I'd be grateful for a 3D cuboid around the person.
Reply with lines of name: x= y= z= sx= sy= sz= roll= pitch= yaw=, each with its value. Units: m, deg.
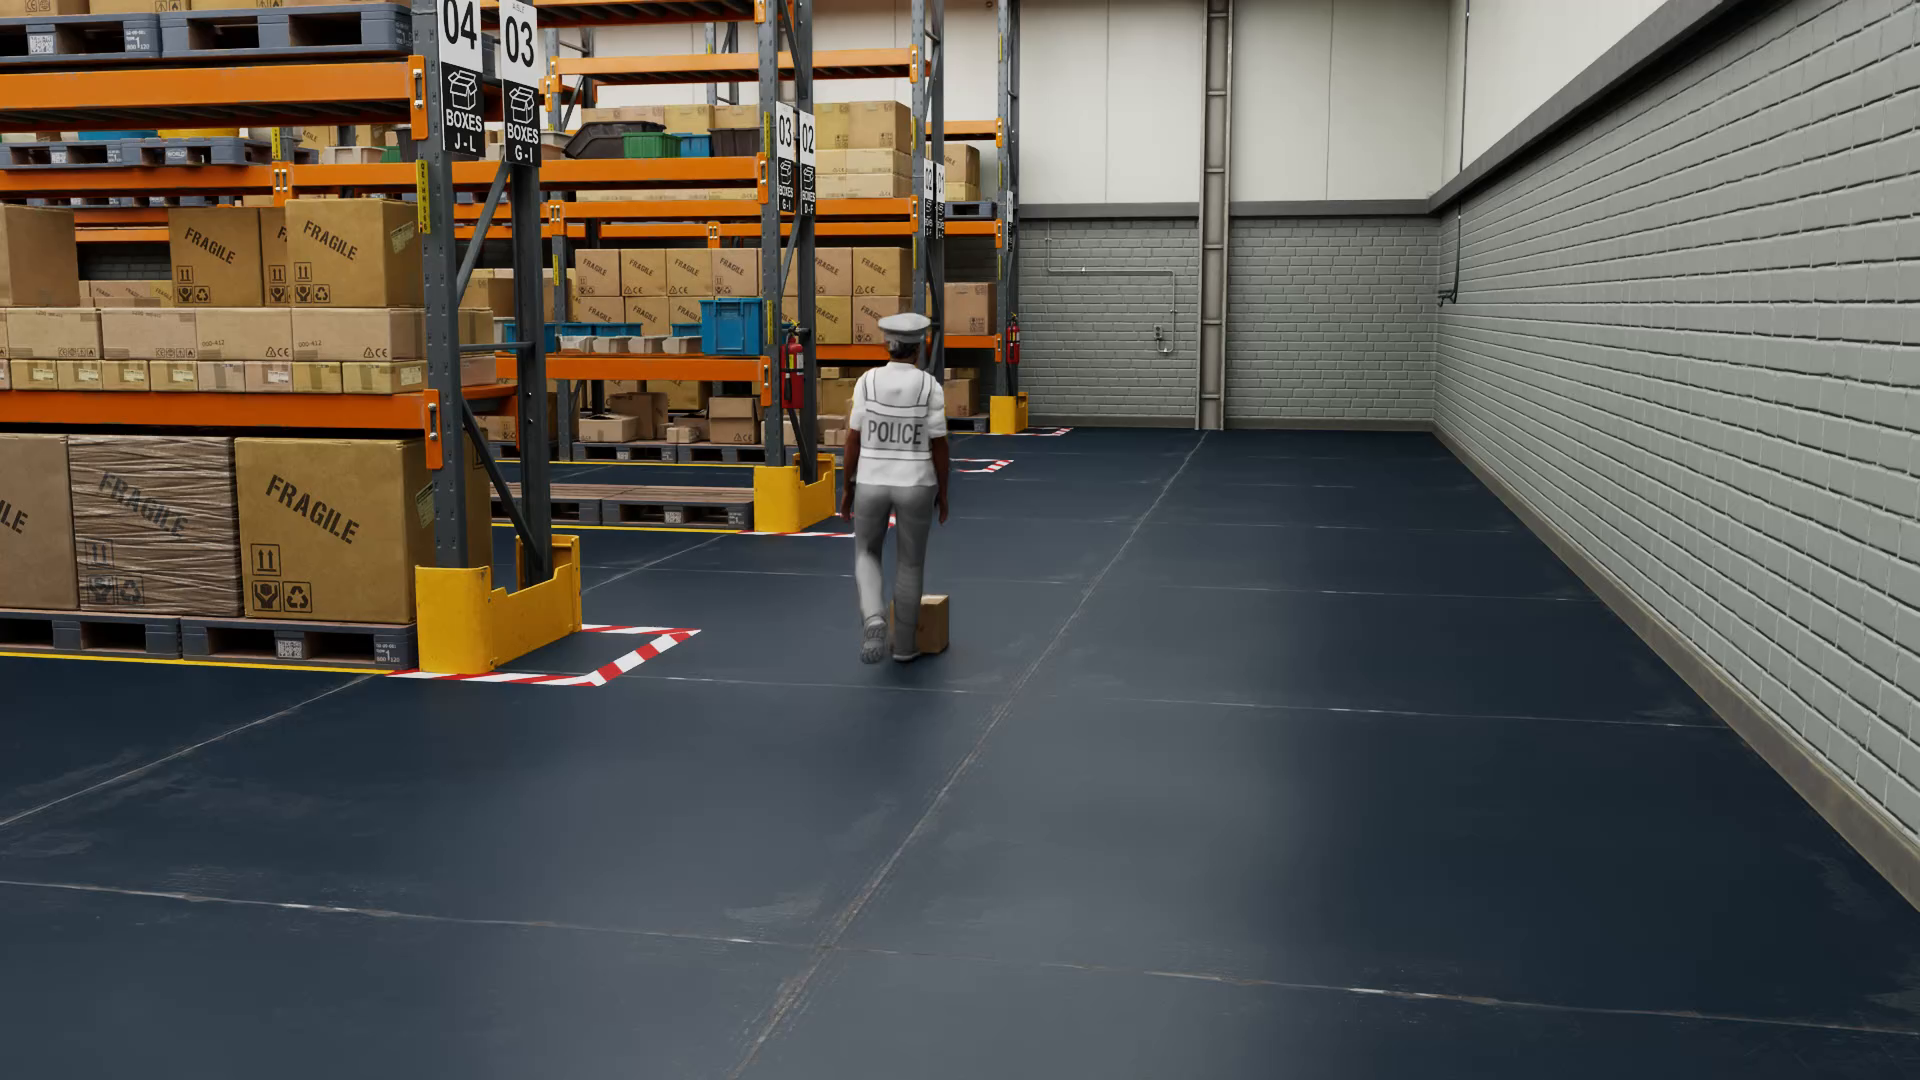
person: x=-0.302 y=-0.236 z=7.889 sx=0.516 sy=1.669 sz=0.526 roll=0 pitch=8 yaw=3
